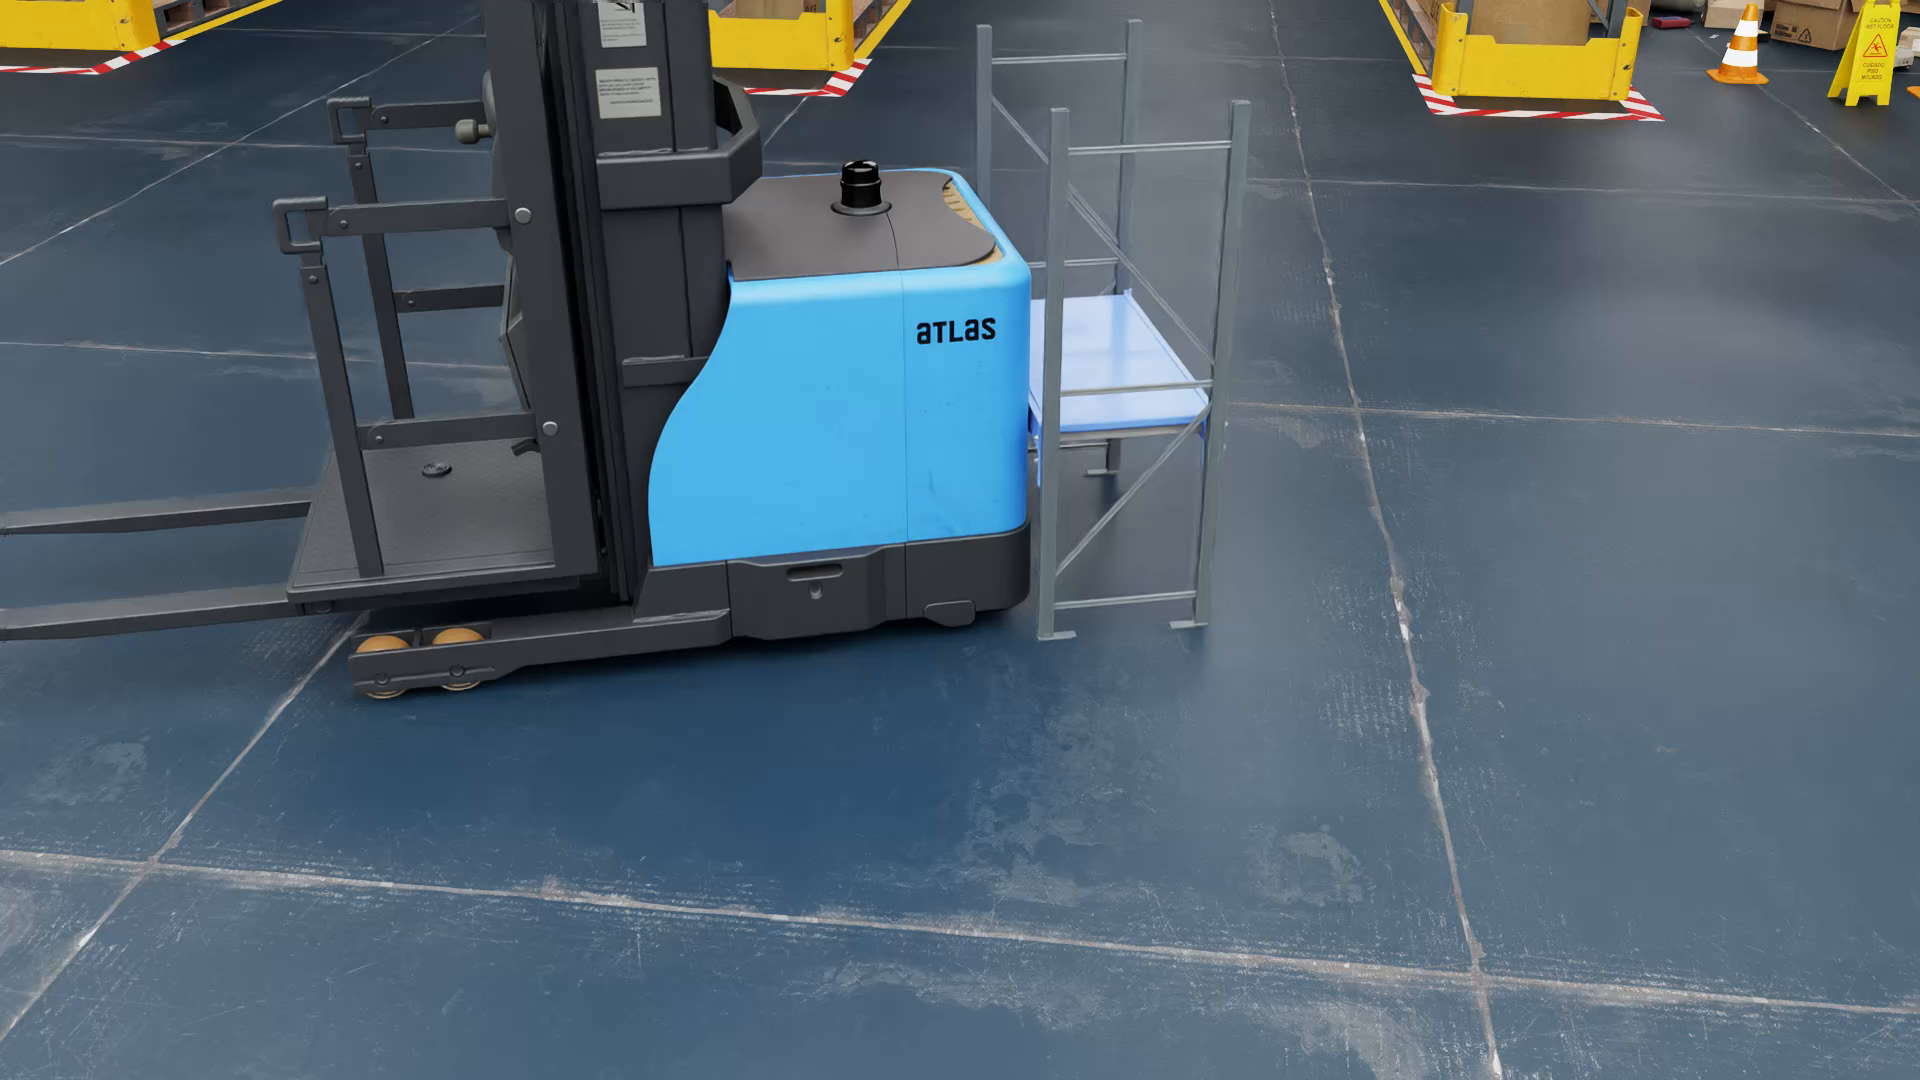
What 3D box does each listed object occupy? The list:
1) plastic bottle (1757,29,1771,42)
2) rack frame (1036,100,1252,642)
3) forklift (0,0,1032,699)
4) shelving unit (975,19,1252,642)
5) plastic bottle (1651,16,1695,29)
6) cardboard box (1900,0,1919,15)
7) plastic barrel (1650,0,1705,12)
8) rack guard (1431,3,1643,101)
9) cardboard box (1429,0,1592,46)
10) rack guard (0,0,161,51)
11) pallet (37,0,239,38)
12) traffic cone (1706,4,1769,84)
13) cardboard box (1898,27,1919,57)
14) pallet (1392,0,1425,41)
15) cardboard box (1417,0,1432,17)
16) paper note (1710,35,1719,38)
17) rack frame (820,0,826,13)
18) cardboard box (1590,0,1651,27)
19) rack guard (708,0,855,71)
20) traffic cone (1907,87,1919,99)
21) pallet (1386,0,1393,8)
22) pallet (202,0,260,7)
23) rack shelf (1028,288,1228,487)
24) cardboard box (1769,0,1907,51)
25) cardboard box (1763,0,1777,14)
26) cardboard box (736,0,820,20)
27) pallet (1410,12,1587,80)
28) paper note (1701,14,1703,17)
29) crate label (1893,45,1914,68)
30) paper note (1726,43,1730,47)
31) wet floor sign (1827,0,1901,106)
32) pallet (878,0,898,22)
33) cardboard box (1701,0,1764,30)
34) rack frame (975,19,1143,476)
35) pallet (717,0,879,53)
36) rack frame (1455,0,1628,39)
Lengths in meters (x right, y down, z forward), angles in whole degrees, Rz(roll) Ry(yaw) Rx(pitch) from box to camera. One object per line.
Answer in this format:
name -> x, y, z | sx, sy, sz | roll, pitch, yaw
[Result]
plastic bottle -> 5.665, -3.628, 11.920 | 0.133, 0.061, 0.283 | -6, 29, -11
rack frame -> 0.466, -0.398, 4.408 | 0.500, 1.500, 0.032 | -5, 29, -8
forklift -> -1.369, -1.139, 4.273 | 3.031, 2.935, 1.130 | -6, 29, -10
shelving unit -> 0.381, -0.636, 4.849 | 0.538, 1.500, 1.048 | -5, 29, -8
plastic bottle -> 5.274, -3.825, 12.286 | 0.283, 0.061, 0.133 | -6, 29, -11
cardboard box -> 7.526, -4.284, 12.673 | 0.500, 0.500, 0.500 | -24, 36, -37
plastic barrel -> 5.466, -4.292, 12.770 | 0.421, 0.421, 0.512 | -24, 36, -37
rack guard -> 3.589, -3.055, 10.393 | 1.175, 0.500, 0.348 | 3, 28, 6
cardboard box -> 3.610, -3.739, 10.825 | 0.875, 0.875, 0.875 | 4, 29, 6
rack guard -> -6.271, -3.728, 11.643 | 1.175, 0.500, 0.348 | 3, 28, 6
pallet -> -6.166, -3.983, 12.421 | 1.003, 0.211, 1.213 | 3, 28, 6
traffic cone -> 5.067, -3.217, 10.733 | 0.336, 0.463, 0.334 | 3, 28, 6
cardboard box -> 6.673, -3.405, 11.414 | 0.380, 0.149, 0.250 | 20, 34, 32
pallet -> 3.765, -3.892, 12.252 | 1.003, 0.211, 1.213 | 3, 28, 6
cardboard box -> 3.716, -4.153, 11.594 | 0.875, 0.875, 0.875 | 3, 28, 5
paper note -> 5.426, -3.623, 11.964 | 0.032, 0.001, 0.123 | 20, 34, 32
rack frame -> -1.318, -4.502, 10.444 | 1.000, 3.000, 0.127 | 3, 28, 6
cardboard box -> 4.911, -4.160, 12.441 | 0.500, 0.500, 0.500 | 8, 29, 15
rack guard -> -1.309, -3.437, 11.103 | 1.175, 0.500, 0.348 | 3, 28, 6
traffic cone -> 6.147, -2.991, 10.314 | 0.336, 0.463, 0.334 | 3, 28, 6
pallet -> 3.912, -4.468, 13.321 | 1.003, 0.211, 1.213 | 3, 28, 6
pallet -> -6.014, -4.556, 13.484 | 1.003, 0.211, 1.213 | 3, 28, 6
rack shelf -> 0.381, -0.478, 4.934 | 0.538, 0.185, 1.000 | -5, 29, -8
cardboard box -> 6.220, -3.801, 11.775 | 0.797, 0.503, 0.637 | -17, 33, -29
cardboard box -> 6.326, -4.302, 12.561 | 0.797, 0.637, 0.503 | 3, 28, 6
cardboard box -> -1.225, -3.880, 11.481 | 0.500, 0.500, 0.500 | 9, 30, 16
pallet -> 3.613, -3.320, 11.189 | 1.003, 0.211, 1.213 | 3, 28, 6
paper note -> 5.732, -3.993, 12.638 | 0.172, 0.023, 0.155 | 14, 31, 24
crate label -> 6.181, -3.222, 11.085 | 0.250, 0.136, 0.298 | -11, 30, -20
paper note -> 5.464, -3.478, 11.676 | 0.144, 0.017, 0.142 | 14, 31, 24
wet floor sign -> 5.554, -3.001, 10.140 | 0.267, 0.644, 0.232 | -1, 28, -3
pallet -> -1.022, -4.263, 12.941 | 1.003, 0.211, 1.213 | 3, 28, 6
cardboard box -> 5.700, -3.929, 12.264 | 0.396, 0.266, 0.258 | 8, 29, 15
rack frame -> 0.296, -0.874, 5.290 | 0.500, 1.500, 0.032 | -5, 29, -8
pallet -> -1.174, -3.691, 11.878 | 1.003, 0.211, 1.213 | 3, 28, 6
rack frame -> 3.592, -4.166, 9.821 | 1.000, 3.000, 0.127 | 3, 28, 6
